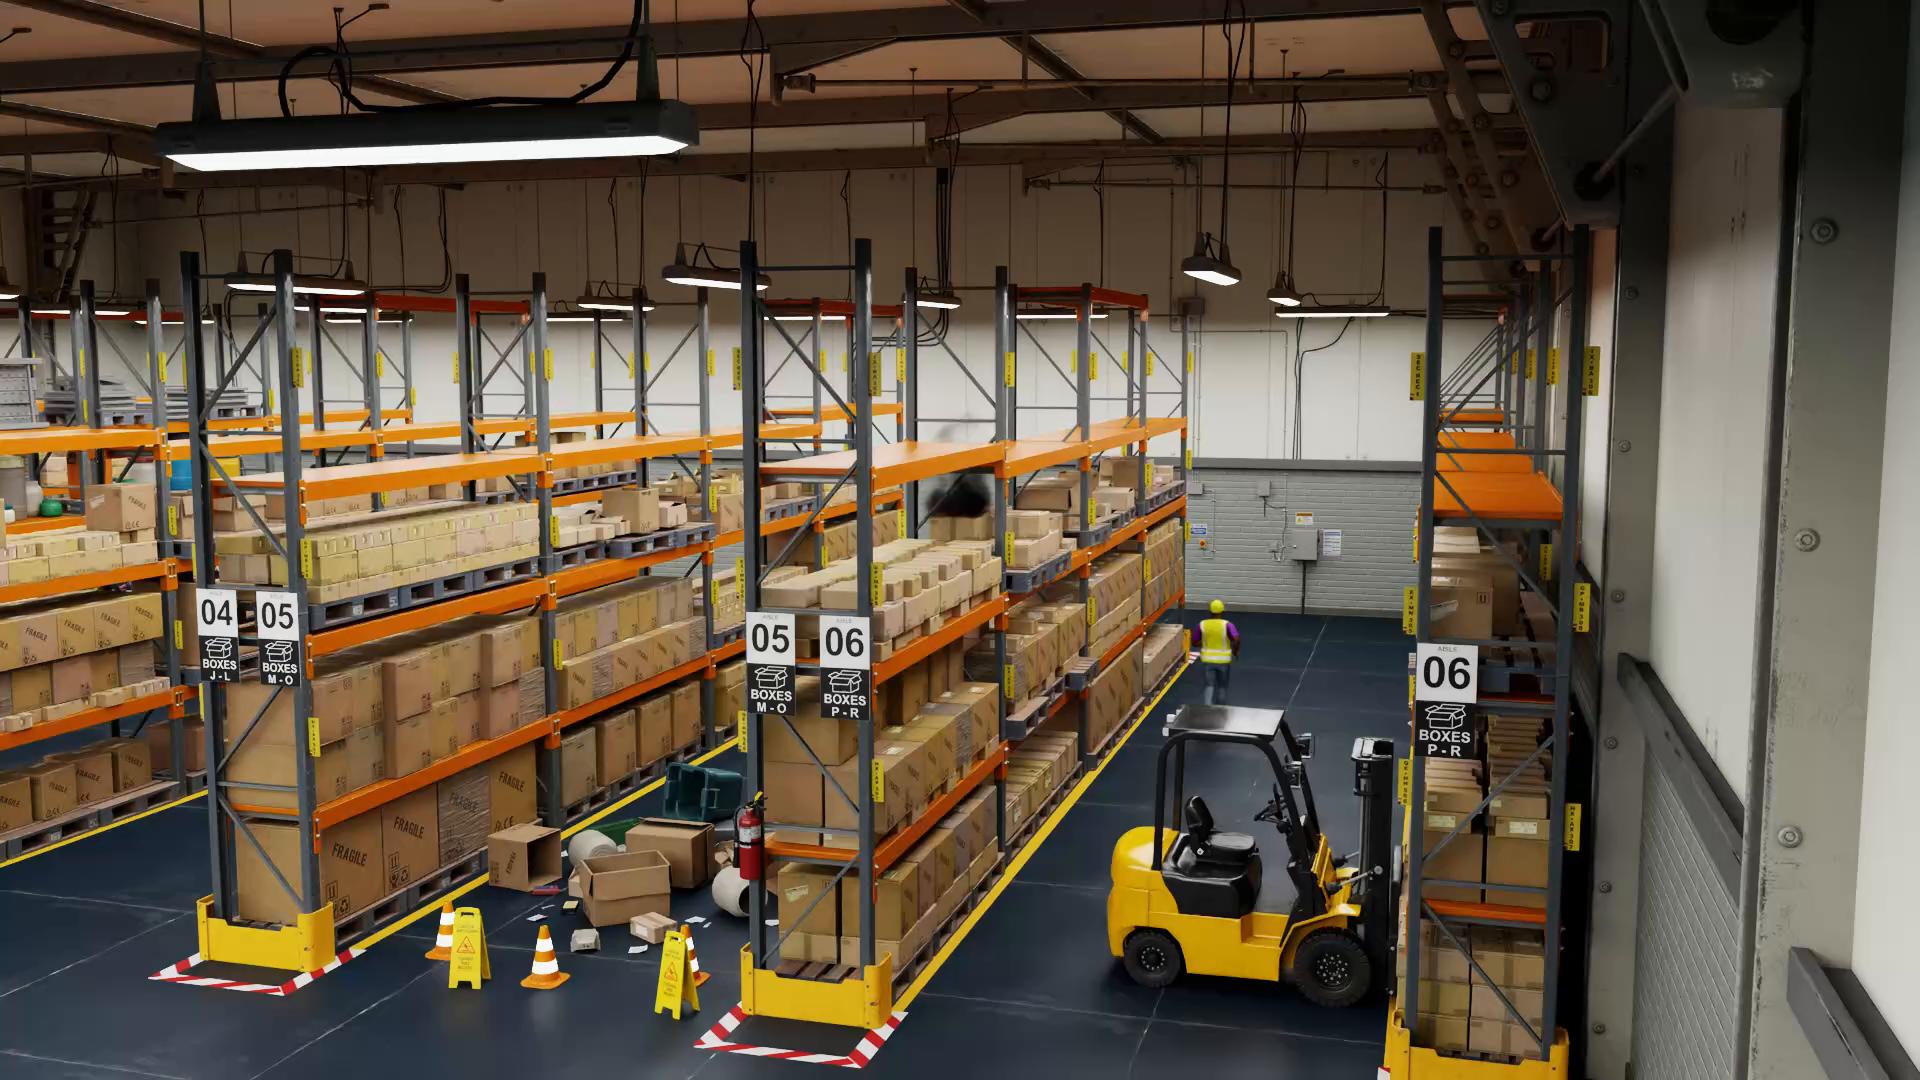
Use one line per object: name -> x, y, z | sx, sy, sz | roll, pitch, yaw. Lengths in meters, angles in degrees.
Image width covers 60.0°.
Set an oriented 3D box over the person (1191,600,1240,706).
person -> 3.548, 1.709, 23.053 | 0.700, 1.774, 0.971 | 2, 7, 16
